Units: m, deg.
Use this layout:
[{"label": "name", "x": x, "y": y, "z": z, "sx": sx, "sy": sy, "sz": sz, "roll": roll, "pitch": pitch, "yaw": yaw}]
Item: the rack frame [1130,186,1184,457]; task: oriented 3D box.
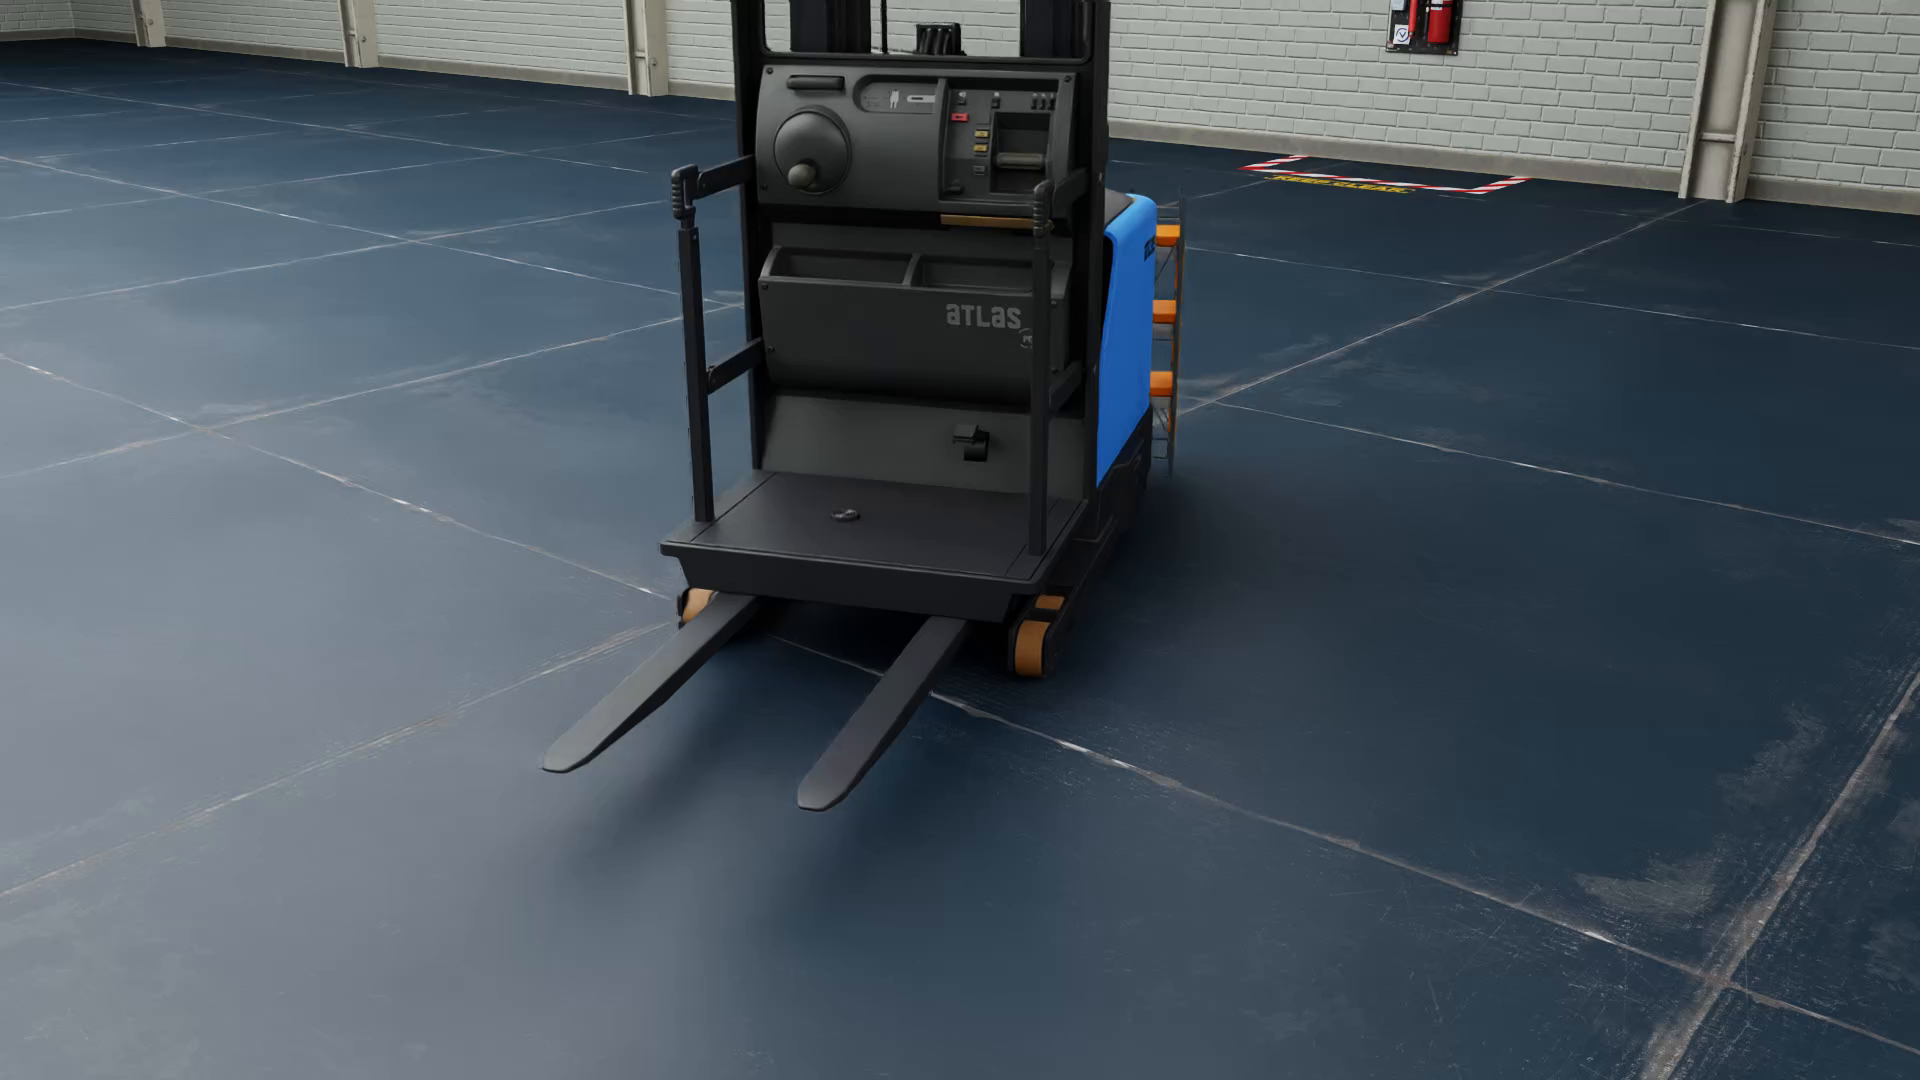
[{"label": "rack frame", "x": 0.731, "y": -0.819, "z": 6.352, "sx": 0.200, "sy": 1.050, "sz": 0.008, "roll": 2, "pitch": 21, "yaw": 5}]

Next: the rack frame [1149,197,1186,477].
[{"label": "rack frame", "x": 0.707, "y": -0.734, "z": 6.125, "sx": 0.200, "sy": 1.050, "sz": 0.008, "roll": 2, "pitch": 21, "yaw": 5}]

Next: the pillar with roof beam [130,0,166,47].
[{"label": "pillar with roof beam", "x": -15.674, "y": -10.958, "z": 21.973, "sx": 0.400, "sy": 9.000, "sz": 9.100, "roll": 16, "pitch": 26, "yaw": 36}]

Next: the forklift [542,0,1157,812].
[{"label": "forklift", "x": -0.191, "y": -1.137, "z": 4.529, "sx": 1.130, "sy": 2.935, "sz": 3.031, "roll": 6, "pitch": 21, "yaw": 15}]

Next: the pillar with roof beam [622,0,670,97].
[{"label": "pillar with roof beam", "x": -6.377, "y": -8.281, "z": 14.873, "sx": 0.400, "sy": 9.000, "sz": 9.100, "roll": 16, "pitch": 26, "yaw": 36}]

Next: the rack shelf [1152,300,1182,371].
[{"label": "rack shelf", "x": 0.719, "y": -0.767, "z": 6.243, "sx": 0.215, "sy": 0.259, "sz": 0.240, "roll": 2, "pitch": 21, "yaw": 5}]

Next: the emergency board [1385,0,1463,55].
[{"label": "emergency board", "x": 3.751, "y": -4.535, "z": 13.443, "sx": 0.643, "sy": 1.169, "sz": 0.194, "roll": 16, "pitch": 26, "yaw": 36}]

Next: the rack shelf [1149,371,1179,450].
[{"label": "rack shelf", "x": 0.719, "y": -0.506, "z": 6.341, "sx": 0.215, "sy": 0.259, "sz": 0.240, "roll": 2, "pitch": 21, "yaw": 5}]

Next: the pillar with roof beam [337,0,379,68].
[{"label": "pillar with roof beam", "x": -11.026, "y": -9.619, "z": 18.423, "sx": 0.400, "sy": 9.000, "sz": 9.100, "roll": 16, "pitch": 26, "yaw": 36}]

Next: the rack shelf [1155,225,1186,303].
[{"label": "rack shelf", "x": 0.719, "y": -1.032, "z": 6.143, "sx": 0.215, "sy": 0.259, "sz": 0.240, "roll": 2, "pitch": 21, "yaw": 5}]

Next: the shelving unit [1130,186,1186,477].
[{"label": "shelving unit", "x": 0.719, "y": -0.776, "z": 6.239, "sx": 0.215, "sy": 1.050, "sz": 0.252, "roll": 2, "pitch": 21, "yaw": 5}]

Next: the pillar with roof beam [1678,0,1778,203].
[{"label": "pillar with roof beam", "x": 2.919, "y": -5.603, "z": 7.774, "sx": 0.400, "sy": 9.000, "sz": 9.100, "roll": 16, "pitch": 26, "yaw": 36}]

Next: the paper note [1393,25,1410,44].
[{"label": "paper note", "x": 3.658, "y": -4.181, "z": 13.753, "sx": 0.142, "sy": 0.148, "sz": 0.016, "roll": 16, "pitch": 26, "yaw": 36}]
